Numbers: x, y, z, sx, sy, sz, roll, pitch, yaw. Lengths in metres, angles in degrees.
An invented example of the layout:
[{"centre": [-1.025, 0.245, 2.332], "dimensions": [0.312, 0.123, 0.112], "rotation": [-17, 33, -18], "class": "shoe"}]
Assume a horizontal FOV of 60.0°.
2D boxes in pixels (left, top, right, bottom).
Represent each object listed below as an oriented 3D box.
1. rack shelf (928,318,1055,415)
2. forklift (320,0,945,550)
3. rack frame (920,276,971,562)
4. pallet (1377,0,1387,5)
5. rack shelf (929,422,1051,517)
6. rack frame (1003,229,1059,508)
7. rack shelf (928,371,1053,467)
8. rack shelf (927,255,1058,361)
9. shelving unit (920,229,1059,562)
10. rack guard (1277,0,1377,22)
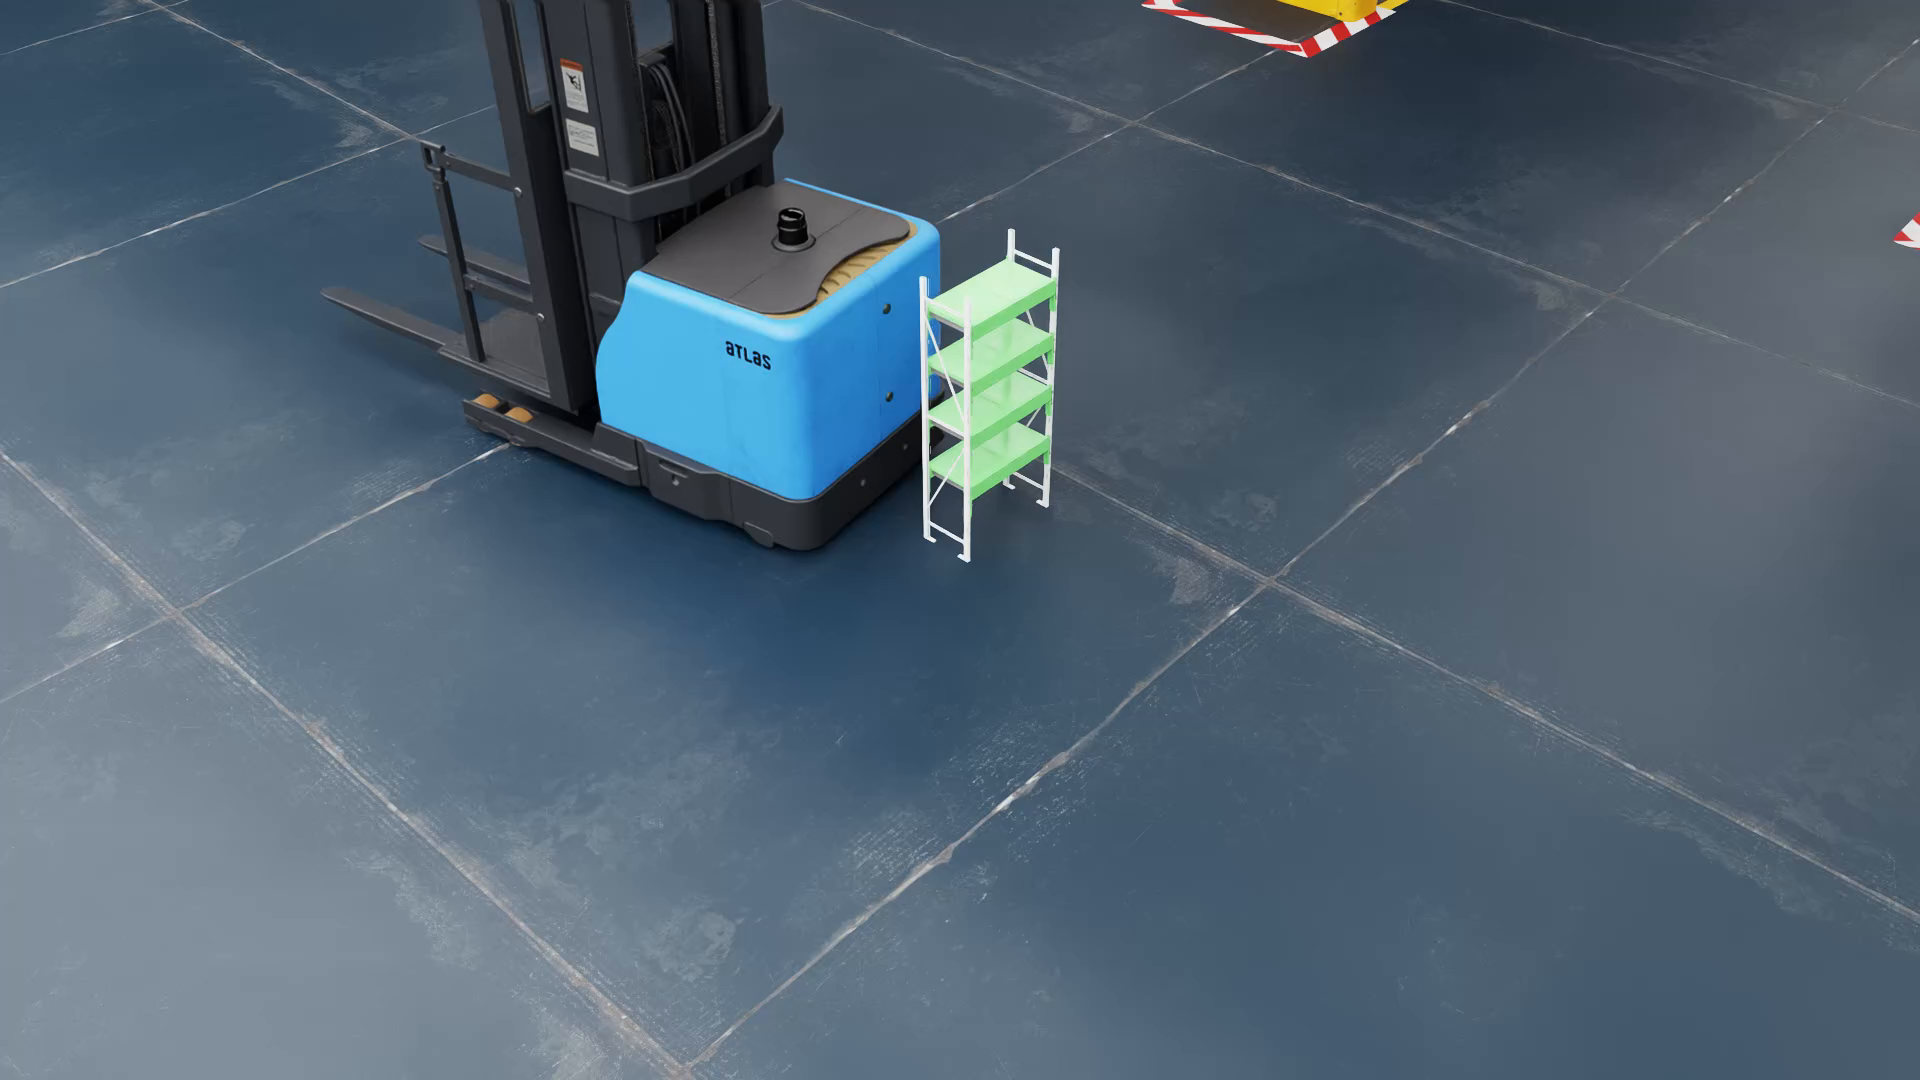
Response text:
[{"centre": [0.112, -0.684, 6.363], "dimensions": [0.258, 0.148, 0.480], "rotation": [30, 47, 32], "class": "rack shelf"}, {"centre": [-1.580, -1.810, 6.672], "dimensions": [3.031, 2.935, 1.130], "rotation": [22, 43, 25], "class": "forklift"}, {"centre": [-0.053, -0.434, 6.331], "dimensions": [0.240, 1.200, 0.015], "rotation": [30, 47, 32], "class": "rack frame"}, {"centre": [2.871, -4.205, 11.868], "dimensions": [1.003, 0.211, 1.213], "rotation": [30, 47, 32], "class": "pallet"}, {"centre": [0.112, -0.308, 6.661], "dimensions": [0.258, 0.148, 0.480], "rotation": [30, 47, 32], "class": "rack shelf"}, {"centre": [0.276, -0.658, 6.613], "dimensions": [0.240, 1.200, 0.015], "rotation": [30, 47, 32], "class": "rack frame"}, {"centre": [0.112, -0.496, 6.512], "dimensions": [0.258, 0.148, 0.480], "rotation": [30, 47, 32], "class": "rack shelf"}, {"centre": [0.112, -0.871, 6.213], "dimensions": [0.258, 0.148, 0.480], "rotation": [30, 47, 32], "class": "rack shelf"}, {"centre": [0.112, -0.546, 6.472], "dimensions": [0.258, 1.200, 0.503], "rotation": [30, 47, 32], "class": "shelving unit"}, {"centre": [2.296, -3.959, 11.327], "dimensions": [1.175, 0.500, 0.348], "rotation": [30, 47, 32], "class": "rack guard"}]
